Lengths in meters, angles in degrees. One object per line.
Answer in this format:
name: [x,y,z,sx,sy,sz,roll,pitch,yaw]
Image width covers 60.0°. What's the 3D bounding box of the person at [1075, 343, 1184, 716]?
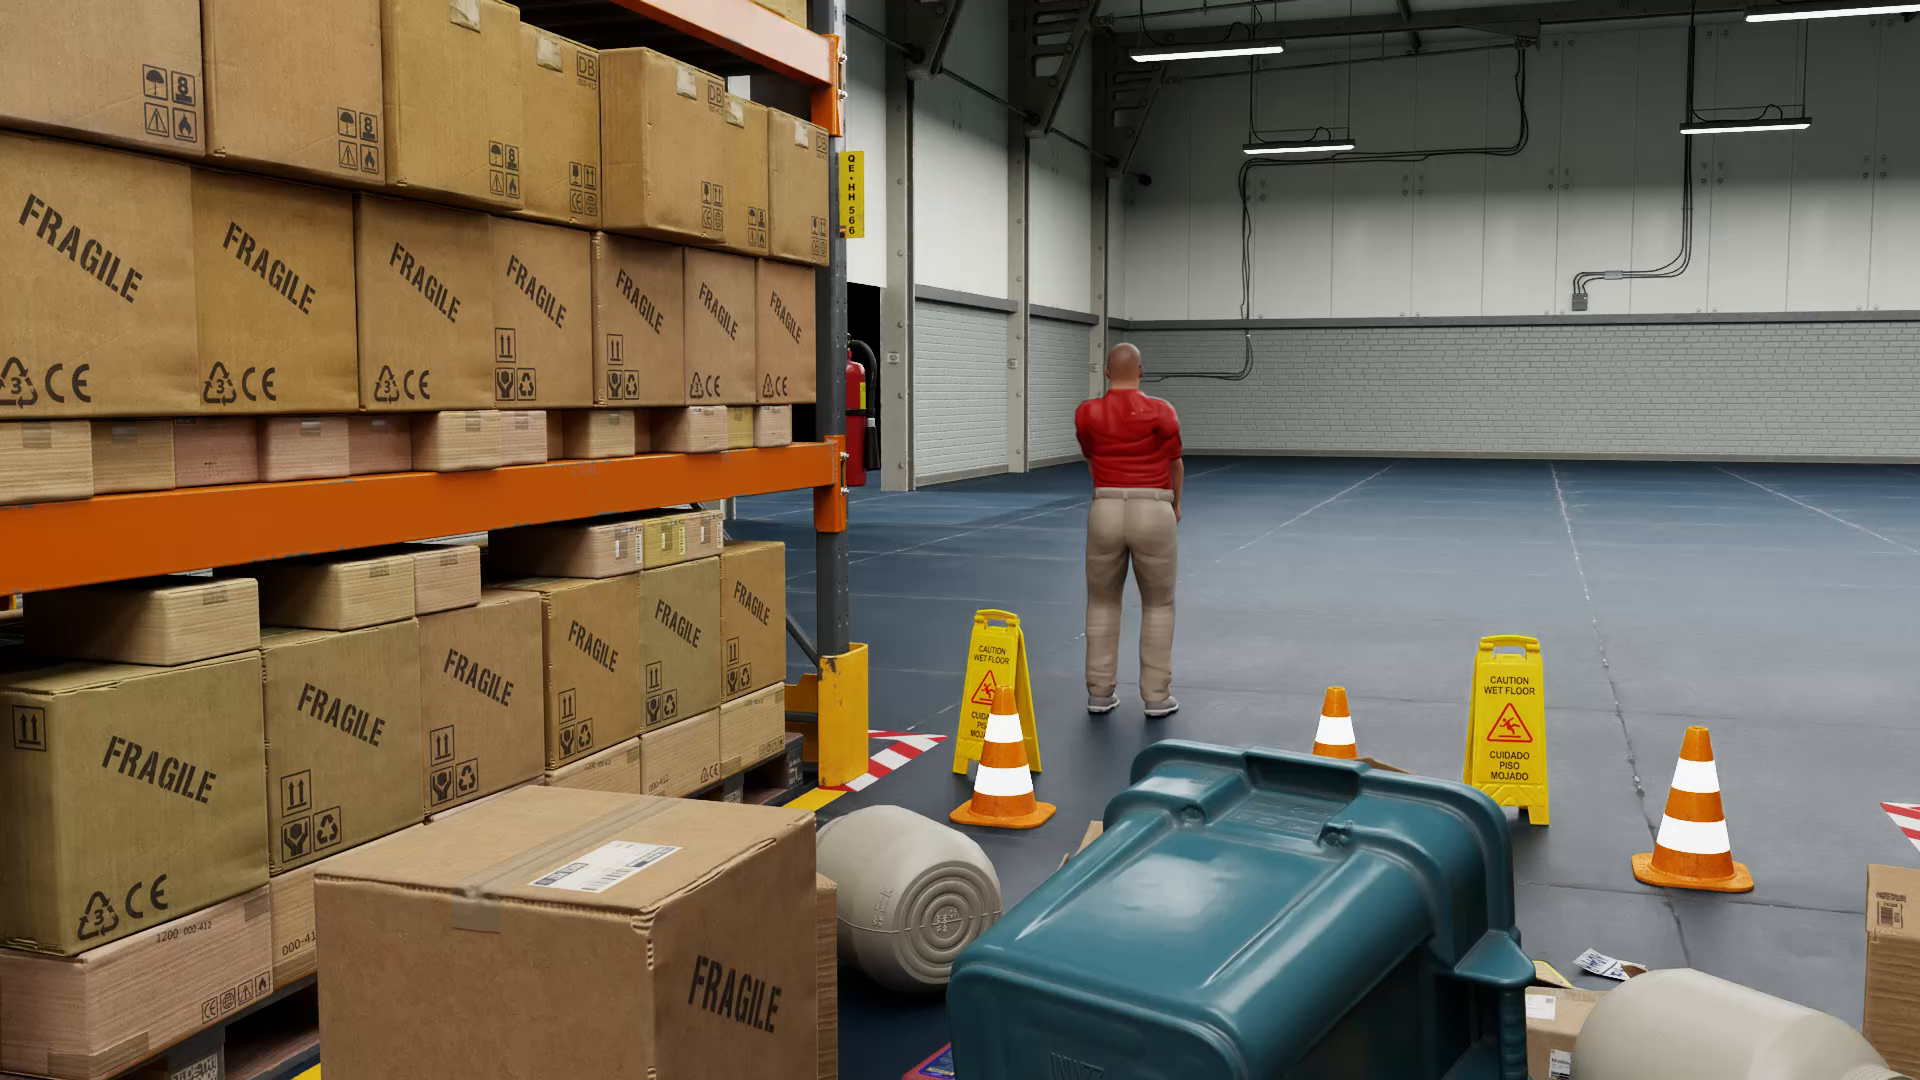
person: [0.813,-0.057,7.791,0.494,1.715,0.537,2,5,20]
